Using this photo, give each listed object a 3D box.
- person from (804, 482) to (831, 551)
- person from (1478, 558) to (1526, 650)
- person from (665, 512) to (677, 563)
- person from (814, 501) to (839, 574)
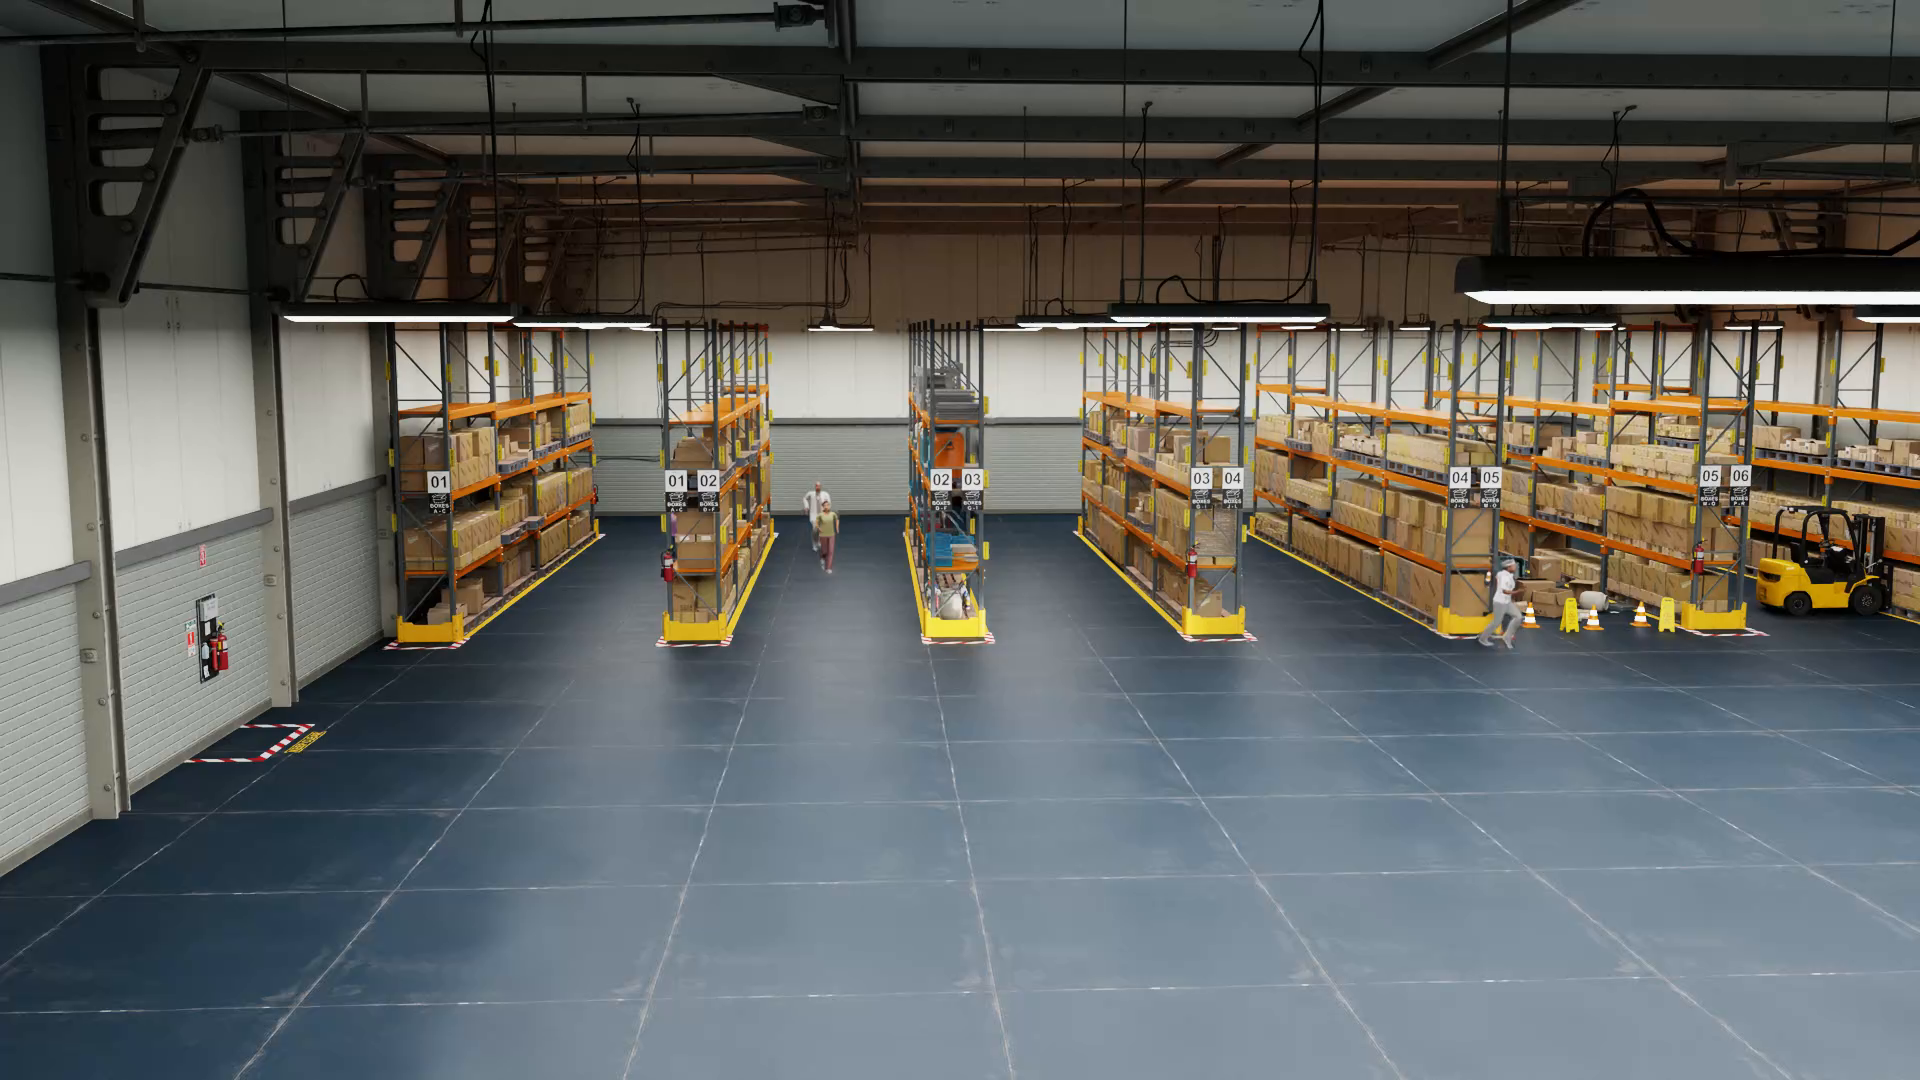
[{"bbox_3d":[-3.794,-0.633,44.388,0.672,1.851,0.835,-2,7,-14],"label":"person"},{"bbox_3d":[9.887,1.155,30.304,0.811,1.697,0.601,4,8,29],"label":"person"},{"bbox_3d":[-6.931,-0.067,40.442,0.510,1.645,0.733,-1,7,-10],"label":"person"},{"bbox_3d":[-3.030,-0.082,38.099,0.593,1.639,0.894,-2,7,-14],"label":"person"}]
